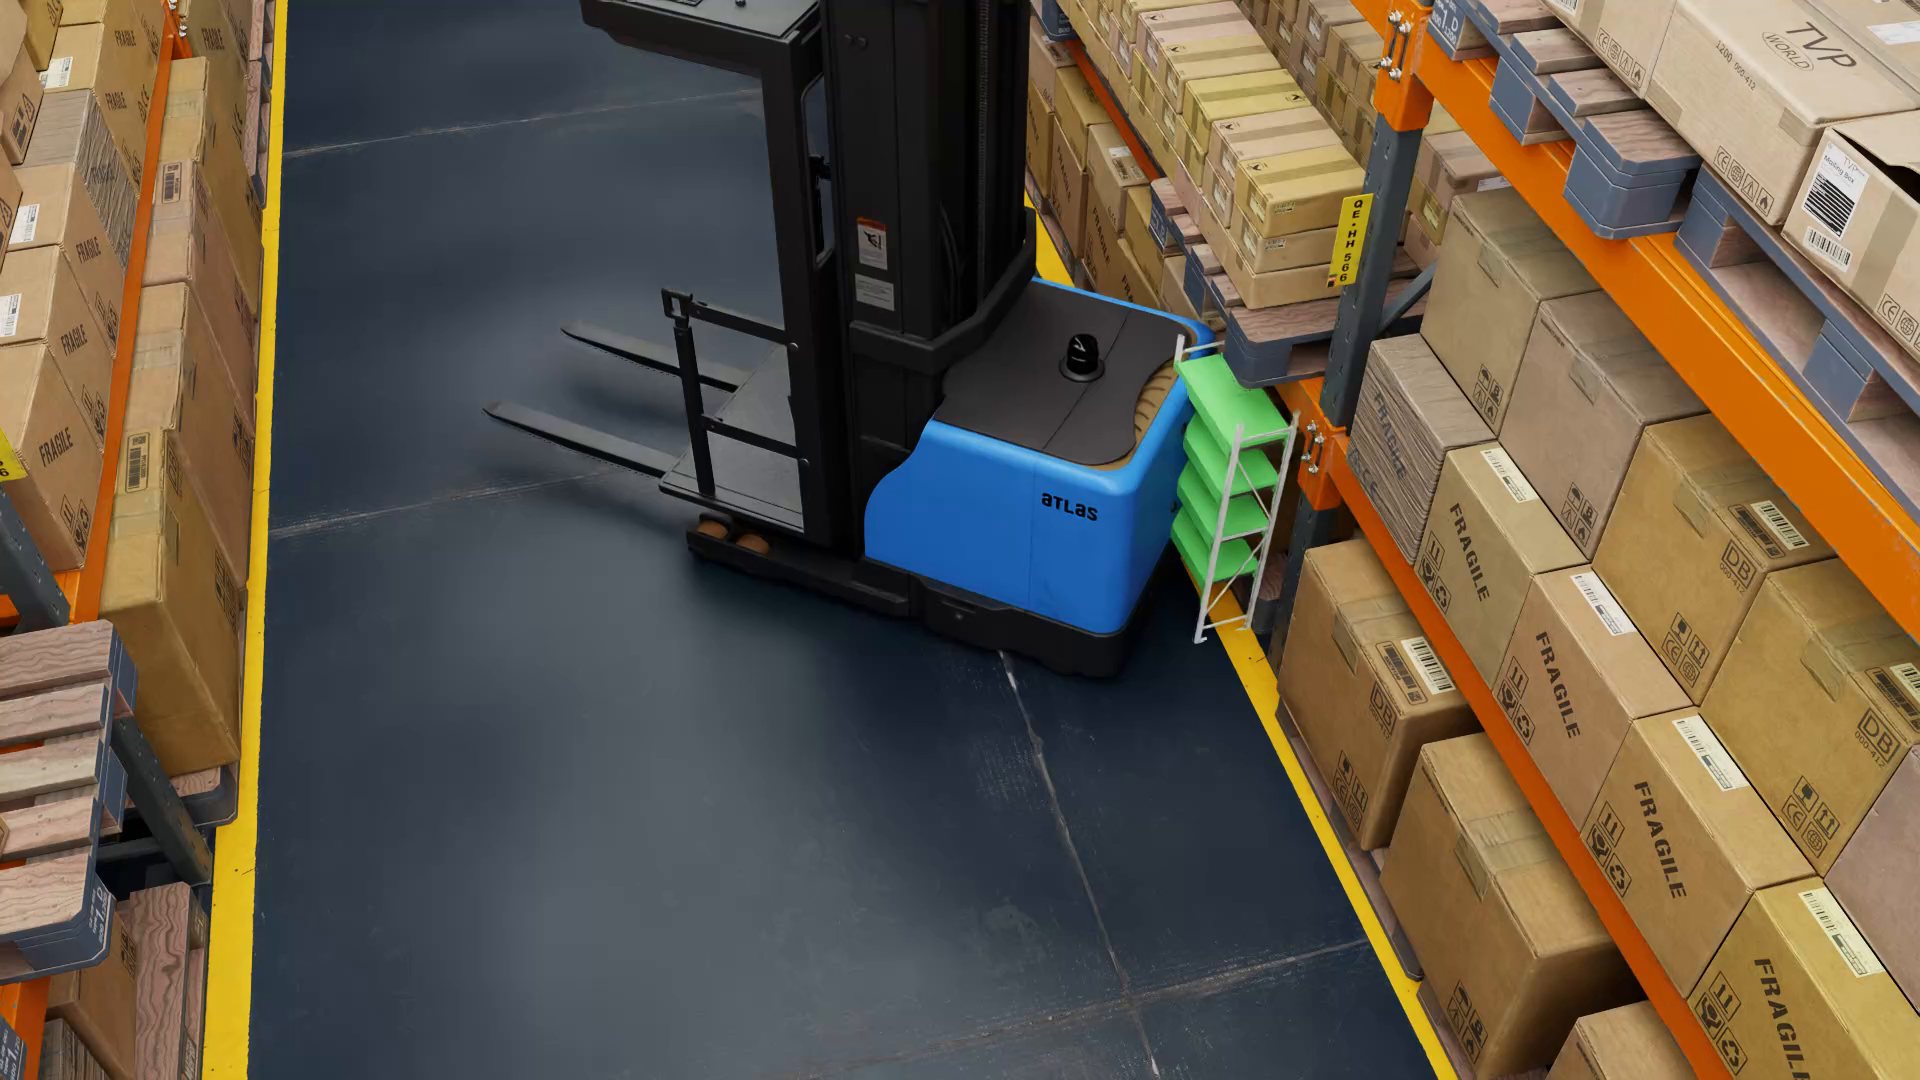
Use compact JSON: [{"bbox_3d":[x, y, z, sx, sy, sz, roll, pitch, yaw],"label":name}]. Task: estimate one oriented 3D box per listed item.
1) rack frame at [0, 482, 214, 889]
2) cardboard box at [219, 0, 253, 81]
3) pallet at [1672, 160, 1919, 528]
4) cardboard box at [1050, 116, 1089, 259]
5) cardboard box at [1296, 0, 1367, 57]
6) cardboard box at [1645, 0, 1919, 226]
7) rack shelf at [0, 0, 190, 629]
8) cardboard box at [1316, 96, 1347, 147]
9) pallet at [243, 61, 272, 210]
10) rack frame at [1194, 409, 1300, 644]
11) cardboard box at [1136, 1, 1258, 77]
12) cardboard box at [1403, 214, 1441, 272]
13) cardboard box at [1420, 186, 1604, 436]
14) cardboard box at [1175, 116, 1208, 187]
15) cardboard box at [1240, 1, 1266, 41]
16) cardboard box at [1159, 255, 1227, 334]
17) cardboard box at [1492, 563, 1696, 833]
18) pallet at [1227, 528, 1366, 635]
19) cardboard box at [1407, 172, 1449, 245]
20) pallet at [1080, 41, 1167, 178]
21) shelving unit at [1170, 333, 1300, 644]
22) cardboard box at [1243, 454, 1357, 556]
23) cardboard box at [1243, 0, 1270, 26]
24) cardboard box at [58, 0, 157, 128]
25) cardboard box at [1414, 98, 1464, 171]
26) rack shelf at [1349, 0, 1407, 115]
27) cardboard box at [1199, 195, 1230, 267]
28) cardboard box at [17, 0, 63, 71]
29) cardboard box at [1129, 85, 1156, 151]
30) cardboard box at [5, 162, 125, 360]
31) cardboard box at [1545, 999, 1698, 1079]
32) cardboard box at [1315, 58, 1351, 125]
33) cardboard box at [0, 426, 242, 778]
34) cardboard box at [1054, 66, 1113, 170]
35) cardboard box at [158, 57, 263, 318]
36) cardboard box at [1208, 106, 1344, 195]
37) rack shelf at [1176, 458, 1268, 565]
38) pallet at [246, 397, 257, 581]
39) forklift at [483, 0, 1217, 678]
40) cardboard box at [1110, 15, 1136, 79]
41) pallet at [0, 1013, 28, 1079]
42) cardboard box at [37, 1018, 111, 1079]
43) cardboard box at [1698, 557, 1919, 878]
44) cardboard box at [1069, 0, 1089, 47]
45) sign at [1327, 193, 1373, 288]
[{"bbox_3d":[-3.117,0.205,4.699,1.000,3.000,0.127,-11,47,-10],"label":"rack frame"},{"bbox_3d":[-4.463,-3.051,9.084,0.875,0.875,0.875,-11,47,-10],"label":"cardboard box"},{"bbox_3d":[2.209,-0.409,3.334,1.003,0.211,1.213,-9,46,-8],"label":"pallet"},{"bbox_3d":[0.750,-1.742,8.064,0.500,0.500,0.500,-9,46,-9],"label":"cardboard box"},{"bbox_3d":[1.505,-1.978,6.304,0.380,0.149,0.250,-9,46,-8],"label":"cardboard box"},{"bbox_3d":[1.805,-0.925,3.448,0.500,0.250,0.500,-10,46,-9],"label":"cardboard box"},{"bbox_3d":[-3.629,-0.924,6.309,1.077,0.370,4.000,-11,47,-10],"label":"rack shelf"},{"bbox_3d":[1.576,-1.594,6.345,0.380,0.149,0.250,-9,46,-8],"label":"cardboard box"},{"bbox_3d":[-4.260,-2.120,8.930,1.003,0.211,1.213,-11,47,-10],"label":"pallet"},{"bbox_3d":[1.055,-0.021,6.181,0.240,1.200,0.015,-14,50,-14],"label":"rack frame"},{"bbox_3d":[0.878,-1.859,6.188,0.380,0.149,0.250,-11,47,-10],"label":"cardboard box"},{"bbox_3d":[1.784,-1.037,5.798,0.380,0.149,0.250,-11,47,-11],"label":"cardboard box"},{"bbox_3d":[1.809,-0.705,4.821,0.700,0.500,0.500,-11,47,-11],"label":"cardboard box"},{"bbox_3d":[0.997,-1.418,5.964,0.380,0.149,0.250,-10,46,-9],"label":"cardboard box"},{"bbox_3d":[1.378,-2.132,6.871,0.380,0.149,0.250,-12,47,-12],"label":"cardboard box"},{"bbox_3d":[1.135,-0.937,6.750,0.500,0.250,0.500,-10,46,-10],"label":"cardboard box"},{"bbox_3d":[1.819,0.391,4.447,0.500,0.500,0.500,-11,47,-10],"label":"cardboard box"},{"bbox_3d":[1.505,-0.196,7.045,1.003,0.211,1.213,-11,47,-10],"label":"pallet"},{"bbox_3d":[1.774,-1.165,5.716,0.380,0.149,0.250,-9,46,-9],"label":"cardboard box"},{"bbox_3d":[1.157,-1.924,6.920,1.003,0.211,1.213,-11,47,-10],"label":"pallet"},{"bbox_3d":[0.974,-0.193,6.334,0.258,1.200,0.503,-14,50,-14],"label":"shelving unit"},{"bbox_3d":[1.283,-0.310,6.661,0.500,0.500,0.500,-11,47,-11],"label":"cardboard box"},{"bbox_3d":[1.370,-2.240,6.769,0.380,0.149,0.250,-9,46,-9],"label":"cardboard box"},{"bbox_3d":[-3.637,-1.975,6.766,0.500,0.500,0.500,-9,46,-9],"label":"cardboard box"},{"bbox_3d":[1.701,-1.439,5.776,0.380,0.149,0.250,-12,47,-11],"label":"cardboard box"},{"bbox_3d":[1.192,-2.811,6.058,1.077,0.370,4.000,-11,47,-10],"label":"rack shelf"},{"bbox_3d":[1.071,-1.119,5.879,0.380,0.149,0.250,-11,47,-10],"label":"cardboard box"},{"bbox_3d":[-3.805,-2.027,6.115,0.797,0.503,0.637,-10,46,-10],"label":"cardboard box"},{"bbox_3d":[0.874,-1.655,6.404,0.380,0.149,0.250,-13,47,-12],"label":"cardboard box"},{"bbox_3d":[-3.247,-0.924,5.736,0.500,0.500,0.500,-11,47,-11],"label":"cardboard box"},{"bbox_3d":[2.239,1.692,4.524,1.050,0.750,0.750,-11,47,-10],"label":"cardboard box"},{"bbox_3d":[1.566,-1.710,6.250,0.380,0.149,0.250,-11,47,-10],"label":"cardboard box"},{"bbox_3d":[-3.273,0.322,5.779,1.225,0.875,0.875,-13,47,-12],"label":"cardboard box"},{"bbox_3d":[0.752,-2.002,7.794,0.500,0.250,0.500,-10,46,-9],"label":"cardboard box"},{"bbox_3d":[-3.958,-1.521,7.585,1.225,0.875,0.875,-11,47,-10],"label":"cardboard box"},{"bbox_3d":[1.073,-1.327,5.667,0.380,0.149,0.250,-11,47,-11],"label":"cardboard box"},{"bbox_3d":[0.973,-0.151,6.381,0.258,0.148,0.480,-14,50,-14],"label":"rack shelf"},{"bbox_3d":[-3.555,-0.217,7.066,1.003,0.211,1.213,-11,47,-10],"label":"pallet"},{"bbox_3d":[-0.570,-1.212,6.136,3.031,2.935,1.130,18,48,17],"label":"forklift"},{"bbox_3d":[0.805,-1.943,6.478,0.380,0.149,0.250,-10,46,-9],"label":"cardboard box"},{"bbox_3d":[-2.570,1.632,3.436,1.003,0.211,1.213,-11,47,-10],"label":"pallet"},{"bbox_3d":[-2.772,1.766,4.612,0.700,0.500,0.500,-14,47,-14],"label":"cardboard box"},{"bbox_3d":[2.204,0.351,3.787,0.700,0.500,0.500,-11,47,-11],"label":"cardboard box"},{"bbox_3d":[0.675,-2.196,6.934,0.380,0.149,0.250,-11,47,-11],"label":"cardboard box"},{"bbox_3d":[1.182,-0.904,5.031,0.100,0.325,0.005,-11,47,-10],"label":"sign"}]
